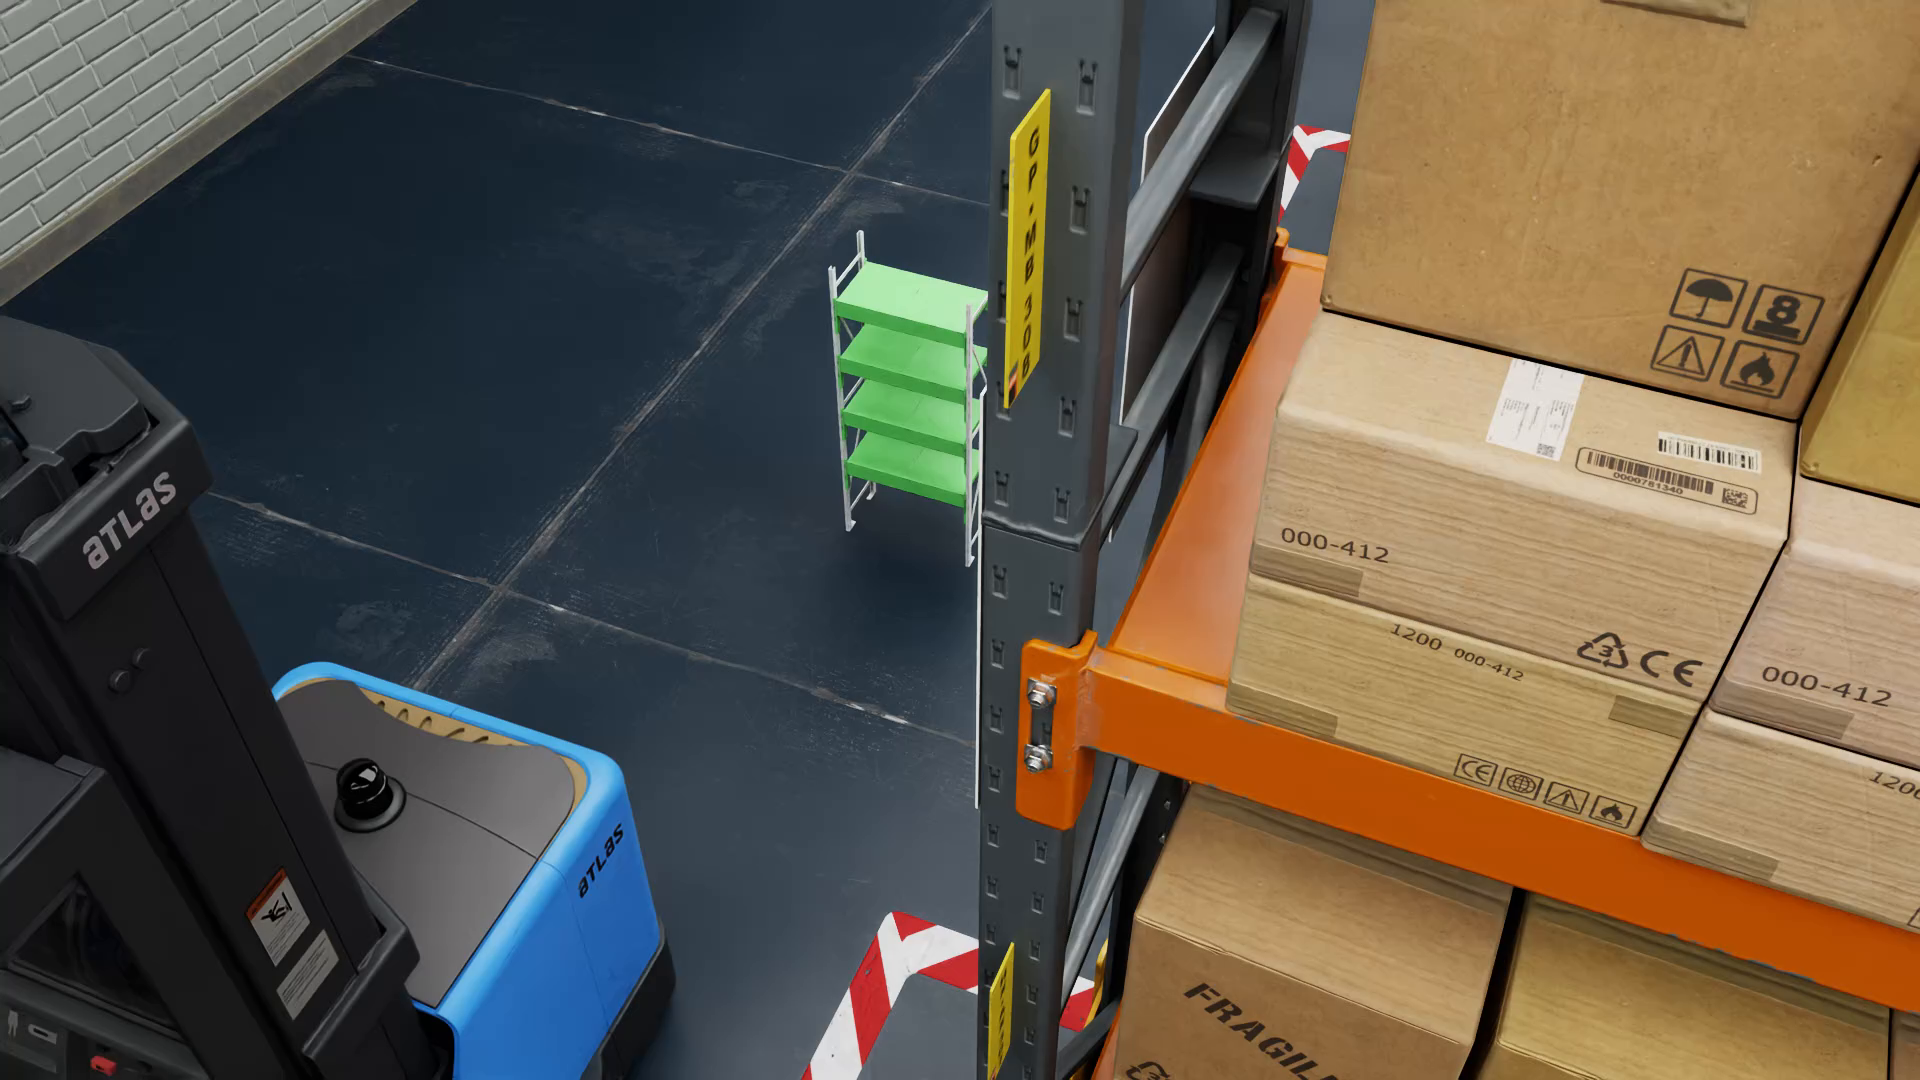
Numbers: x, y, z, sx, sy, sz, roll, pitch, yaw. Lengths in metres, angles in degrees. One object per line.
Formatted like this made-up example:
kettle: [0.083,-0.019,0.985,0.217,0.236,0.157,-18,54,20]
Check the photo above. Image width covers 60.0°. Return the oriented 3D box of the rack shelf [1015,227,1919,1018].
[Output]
rack shelf: [2.122,0.471,2.034,4.000,0.370,1.077,16,47,16]

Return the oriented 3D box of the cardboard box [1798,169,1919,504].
cardboard box: [1.185,-0.398,1.616,0.500,0.500,0.700,16,47,16]

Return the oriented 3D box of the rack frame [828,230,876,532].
rack frame: [-0.378,-0.537,5.939,0.015,1.200,0.240,16,47,16]

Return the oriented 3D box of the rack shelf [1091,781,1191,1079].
rack shelf: [2.122,1.534,3.092,4.000,0.370,1.077,16,47,16]

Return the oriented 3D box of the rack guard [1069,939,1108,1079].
rack guard: [0.346,1.643,4.245,0.348,0.500,1.175,16,47,16]

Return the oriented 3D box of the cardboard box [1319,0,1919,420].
cardboard box: [0.757,-0.588,1.808,0.500,0.500,0.700,16,47,16]

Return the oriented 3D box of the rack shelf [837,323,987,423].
rack shelf: [-0.153,-0.595,5.748,0.480,0.148,0.258,16,47,16]

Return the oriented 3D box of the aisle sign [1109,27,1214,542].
aisle sign: [0.331,-0.404,2.686,0.004,0.787,0.394,16,47,16]

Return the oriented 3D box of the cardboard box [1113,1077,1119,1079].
cardboard box: [0.584,0.993,3.055,0.500,0.500,0.500,17,47,17]

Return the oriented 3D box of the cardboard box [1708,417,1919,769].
cardboard box: [1.109,-0.002,1.751,0.500,0.250,0.500,16,47,16]

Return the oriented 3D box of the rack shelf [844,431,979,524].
rack shelf: [-0.153,-0.255,6.086,0.480,0.148,0.258,16,47,16]

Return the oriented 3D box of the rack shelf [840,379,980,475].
rack shelf: [-0.153,-0.425,5.917,0.480,0.148,0.258,16,47,16]

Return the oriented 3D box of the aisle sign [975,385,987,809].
aisle sign: [0.100,-0.013,2.293,0.004,0.787,0.394,16,47,16]

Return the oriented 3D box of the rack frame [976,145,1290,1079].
rack frame: [0.276,0.736,3.384,0.127,3.000,1.000,16,47,16]

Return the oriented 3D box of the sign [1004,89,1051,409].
sign: [0.067,-0.284,1.662,0.005,0.325,0.100,16,47,16]

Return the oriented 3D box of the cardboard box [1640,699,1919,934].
cardboard box: [1.109,0.175,1.927,0.500,0.250,0.500,16,47,16]

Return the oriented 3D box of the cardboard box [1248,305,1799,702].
cardboard box: [0.650,-0.143,1.892,0.500,0.250,0.500,16,47,16]

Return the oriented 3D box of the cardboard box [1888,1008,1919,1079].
cardboard box: [1.529,0.914,2.425,0.500,0.500,0.500,17,47,16]

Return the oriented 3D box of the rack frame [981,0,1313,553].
rack frame: [0.276,-1.391,1.268,0.127,3.000,1.000,16,47,16]

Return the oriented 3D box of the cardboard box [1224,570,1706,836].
cardboard box: [0.652,0.031,2.072,0.500,0.250,0.500,16,47,16]

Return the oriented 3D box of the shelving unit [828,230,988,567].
shelving unit: [-0.153,-0.470,5.872,0.503,1.200,0.258,16,47,16]

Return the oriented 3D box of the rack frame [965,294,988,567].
rack frame: [0.072,-0.404,5.805,0.015,1.200,0.240,16,47,16]

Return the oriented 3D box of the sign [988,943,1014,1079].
sign: [0.067,0.782,2.723,0.005,0.325,0.100,16,47,16]

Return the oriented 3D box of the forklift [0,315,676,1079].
forklift: [-1.843,1.118,3.048,1.130,2.935,3.031,16,47,15]

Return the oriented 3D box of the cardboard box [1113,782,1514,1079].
cardboard box: [0.584,0.638,2.702,0.500,0.500,0.500,18,48,17]

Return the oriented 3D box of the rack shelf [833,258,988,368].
rack shelf: [-0.153,-0.765,5.579,0.480,0.148,0.258,16,47,16]

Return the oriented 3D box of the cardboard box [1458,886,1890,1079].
cardboard box: [1.070,0.775,2.564,0.500,0.500,0.500,17,47,16]
